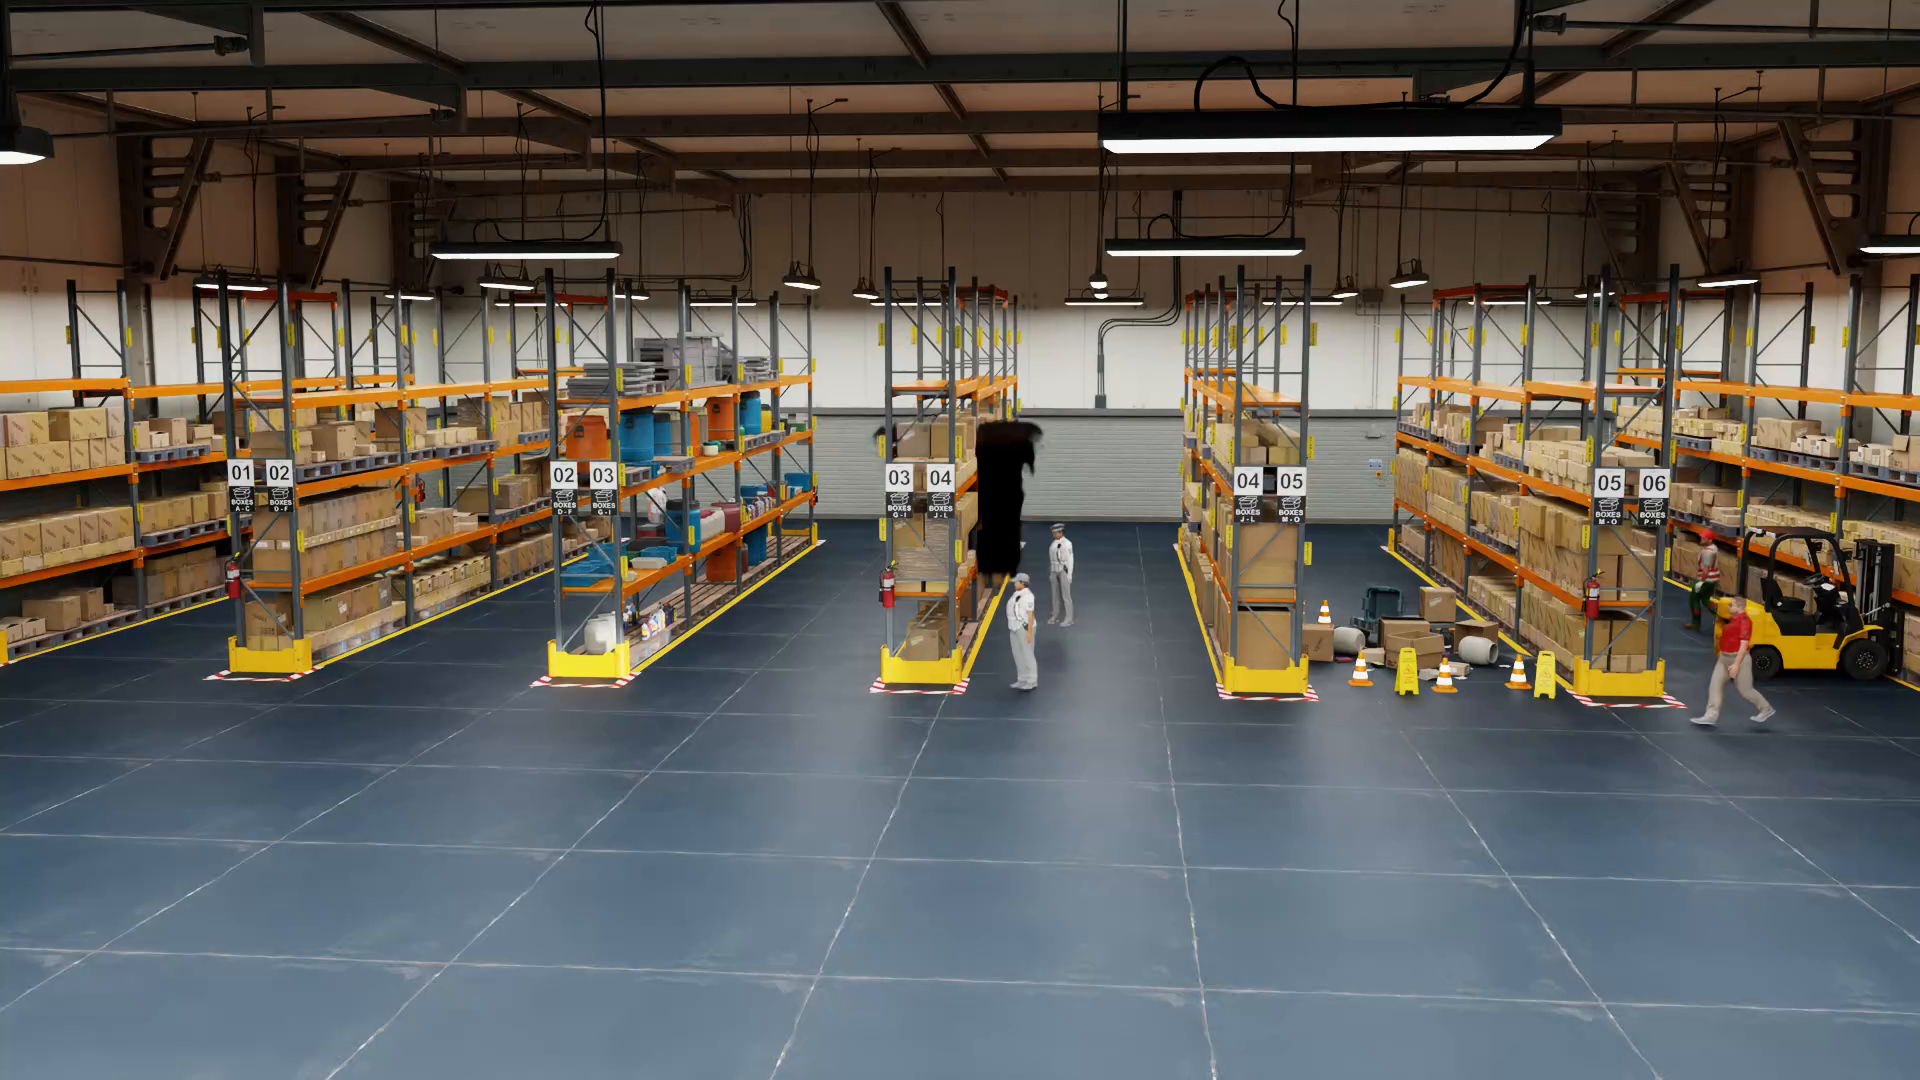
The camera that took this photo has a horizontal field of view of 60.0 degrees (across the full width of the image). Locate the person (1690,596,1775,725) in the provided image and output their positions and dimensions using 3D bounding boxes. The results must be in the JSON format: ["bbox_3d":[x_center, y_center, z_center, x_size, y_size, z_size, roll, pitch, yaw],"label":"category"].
[{"bbox_3d":[10.005,1.566,21.417,0.978,1.695,0.507,-2,7,-14],"label":"person"}]

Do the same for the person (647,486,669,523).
[{"bbox_3d":[-7.141,-0.631,39.292,0.458,1.773,0.597,2,7,20],"label":"person"}]

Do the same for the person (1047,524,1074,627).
[{"bbox_3d":[1.649,0.561,27.313,0.360,1.669,0.556,-4,8,-31],"label":"person"}]

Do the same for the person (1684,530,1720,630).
[{"bbox_3d":[12.778,0.685,28.540,0.590,1.753,0.664,-5,9,-37],"label":"person"}]

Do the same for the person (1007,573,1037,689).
[{"bbox_3d":[0.891,1.314,23.754,0.414,1.700,0.583,-3,8,-25],"label":"person"}]
